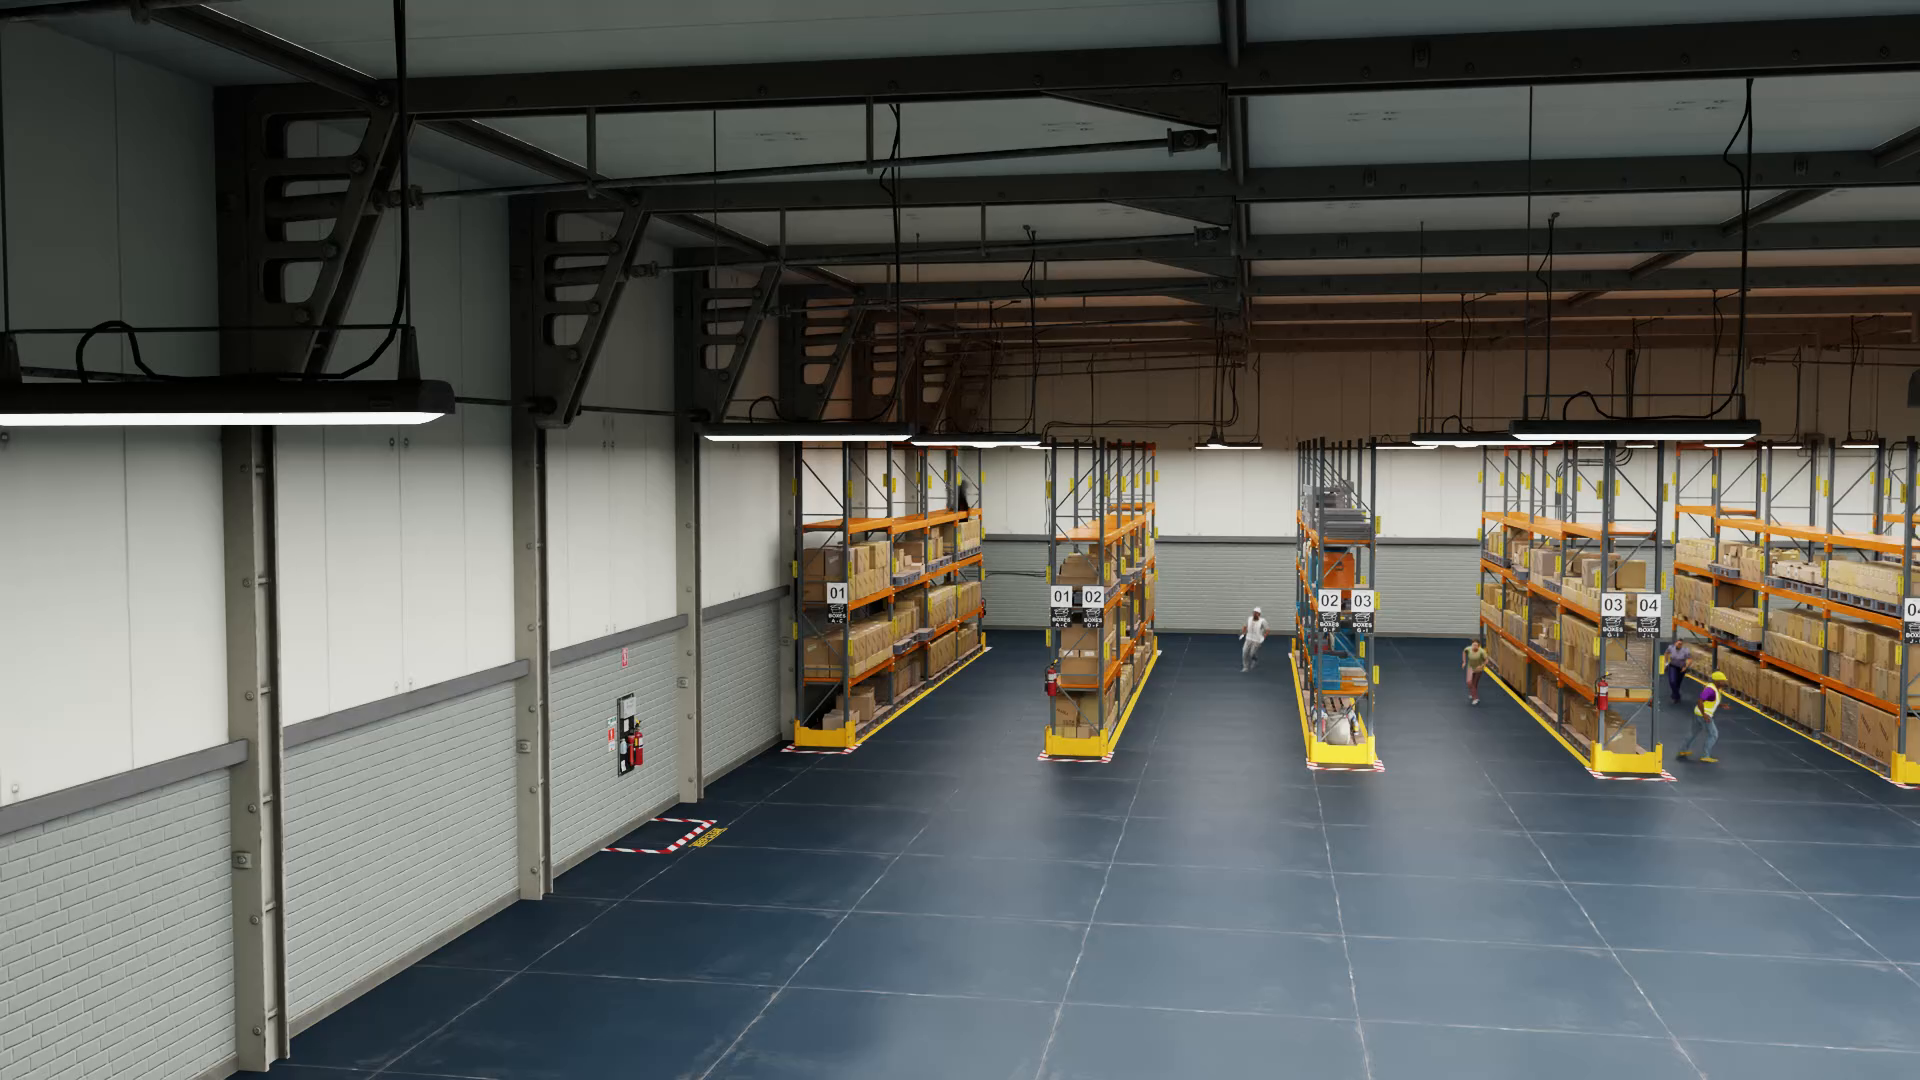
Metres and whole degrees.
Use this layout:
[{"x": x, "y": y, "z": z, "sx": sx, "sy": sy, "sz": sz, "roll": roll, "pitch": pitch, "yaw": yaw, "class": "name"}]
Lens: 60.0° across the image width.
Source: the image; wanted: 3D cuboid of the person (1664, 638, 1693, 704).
[{"x": 16.440, "y": 2.954, "z": 38.095, "sx": 0.604, "sy": 1.517, "sz": 0.995, "roll": 1, "pitch": 3, "yaw": 21, "class": "person"}]

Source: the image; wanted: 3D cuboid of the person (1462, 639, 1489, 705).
[{"x": 11.785, "y": 2.965, "z": 37.994, "sx": 0.577, "sy": 1.516, "sz": 1.041, "roll": 1, "pitch": 3, "yaw": 20, "class": "person"}]

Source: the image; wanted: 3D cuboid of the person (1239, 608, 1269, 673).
[{"x": 7.626, "y": 2.591, "z": 43.036, "sx": 0.732, "sy": 1.706, "sz": 0.566, "roll": 2, "pitch": 4, "yaw": 33, "class": "person"}]

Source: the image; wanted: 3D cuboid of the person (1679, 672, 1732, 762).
[{"x": 13.829, "y": 3.260, "z": 30.826, "sx": 0.890, "sy": 1.687, "sz": 0.733, "roll": 1, "pitch": 3, "yaw": 23, "class": "person"}]
